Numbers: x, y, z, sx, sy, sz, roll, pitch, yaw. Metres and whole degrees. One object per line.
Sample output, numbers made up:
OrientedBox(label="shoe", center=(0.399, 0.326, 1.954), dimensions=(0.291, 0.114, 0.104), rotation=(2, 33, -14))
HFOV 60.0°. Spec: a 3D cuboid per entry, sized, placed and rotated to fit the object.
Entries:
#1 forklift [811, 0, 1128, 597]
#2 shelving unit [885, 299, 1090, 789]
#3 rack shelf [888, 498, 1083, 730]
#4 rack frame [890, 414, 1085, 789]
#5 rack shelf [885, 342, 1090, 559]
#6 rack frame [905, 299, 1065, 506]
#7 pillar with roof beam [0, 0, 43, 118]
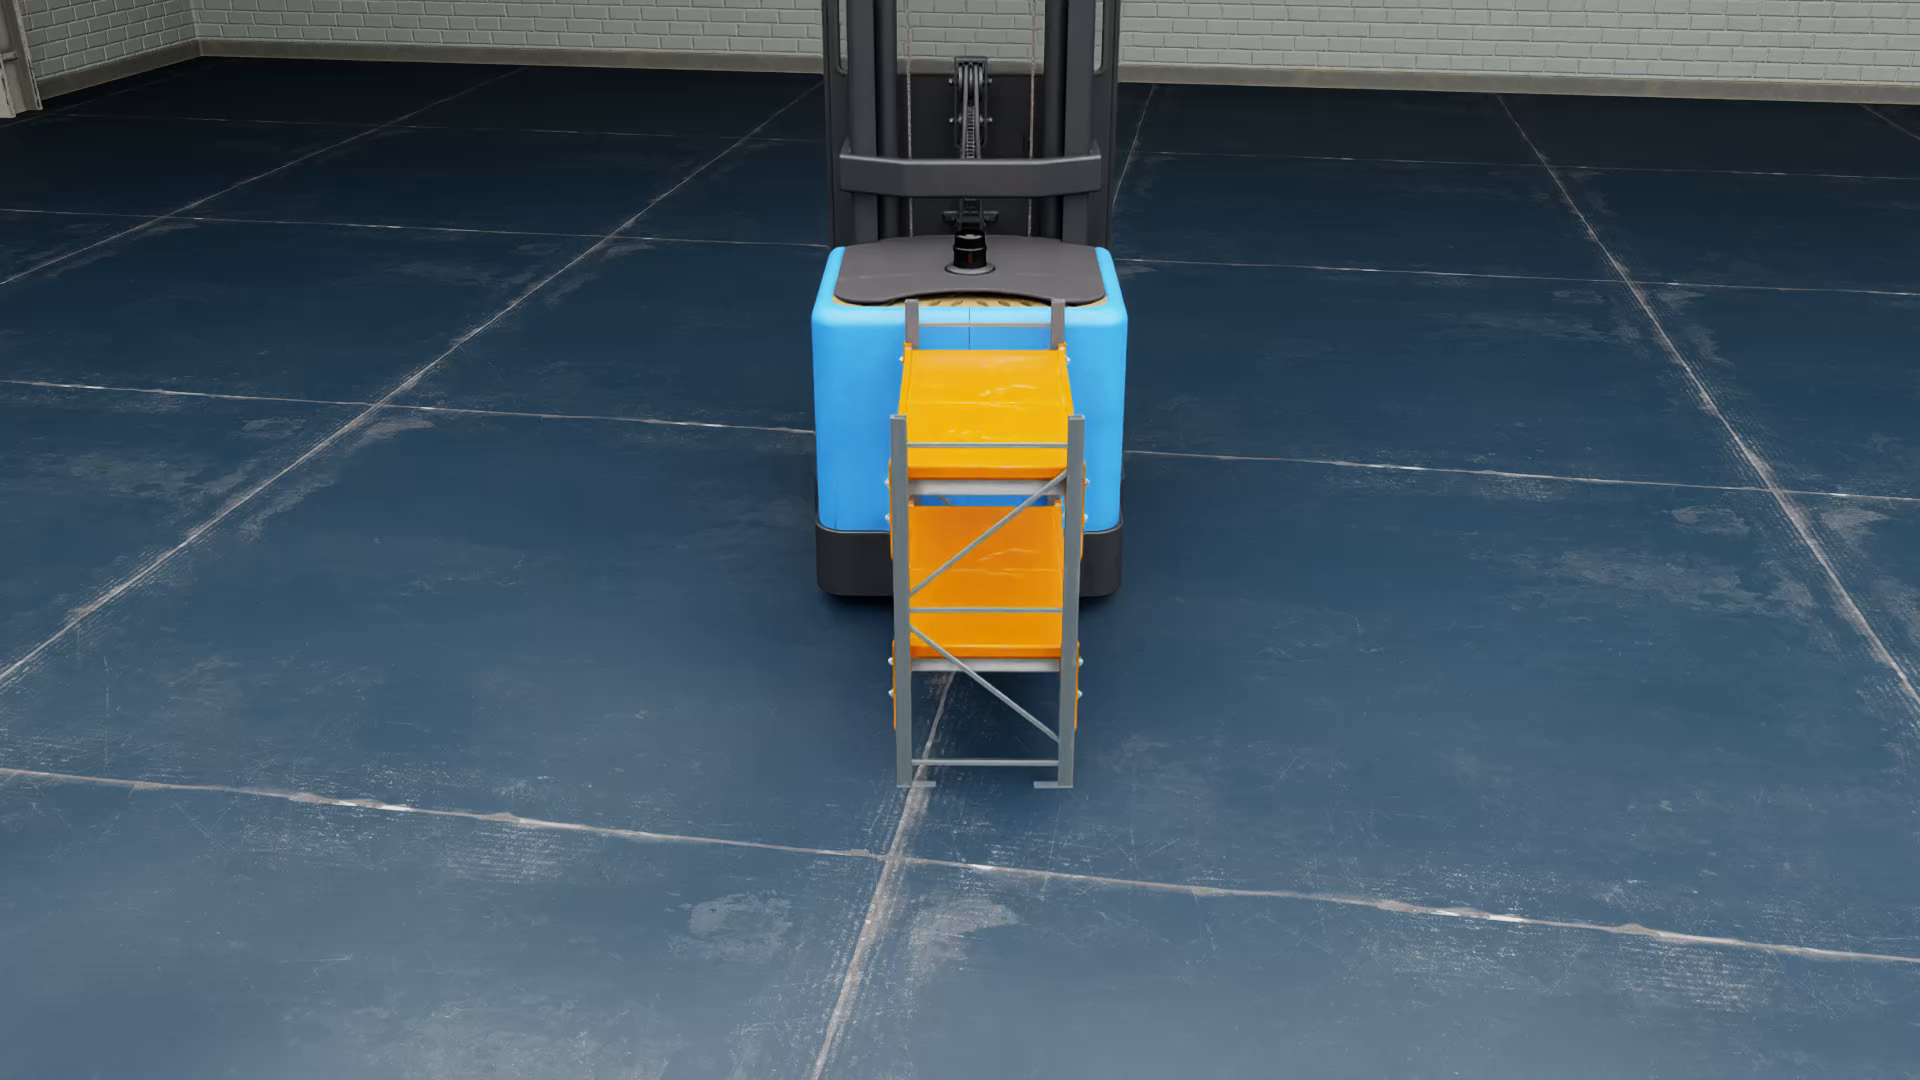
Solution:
OrientedBox(label="forklift", center=(0.042, -1.711, 6.448), dimensions=(1.130, 2.935, 3.031), rotation=(0, 25, 0))
OrientedBox(label="shelving unit", center=(0.075, -0.022, 4.971), dimensions=(0.538, 1.125, 1.048), rotation=(0, 25, 0))
OrientedBox(label="rack shelf", center=(0.075, 0.199, 5.075), dimensions=(0.538, 0.278, 1.000), rotation=(0, 25, 0))
OrientedBox(label="rack frame", center=(0.071, 0.193, 4.511), dimensions=(0.500, 1.125, 0.032), rotation=(0, 25, 0))
OrientedBox(label="rack shelf", center=(0.075, -0.288, 4.847), dimensions=(0.538, 0.278, 1.000), rotation=(0, 25, 0))
OrientedBox(label="rack frame", center=(0.078, -0.238, 5.431), dimensions=(0.500, 1.125, 0.032), rotation=(0, 25, 0))
OrientedBox(label="pillar with roof beam", center=(-3.660, -7.339, 11.313), dimensions=(9.100, 9.000, 0.400), rotation=(4, 25, 9))
